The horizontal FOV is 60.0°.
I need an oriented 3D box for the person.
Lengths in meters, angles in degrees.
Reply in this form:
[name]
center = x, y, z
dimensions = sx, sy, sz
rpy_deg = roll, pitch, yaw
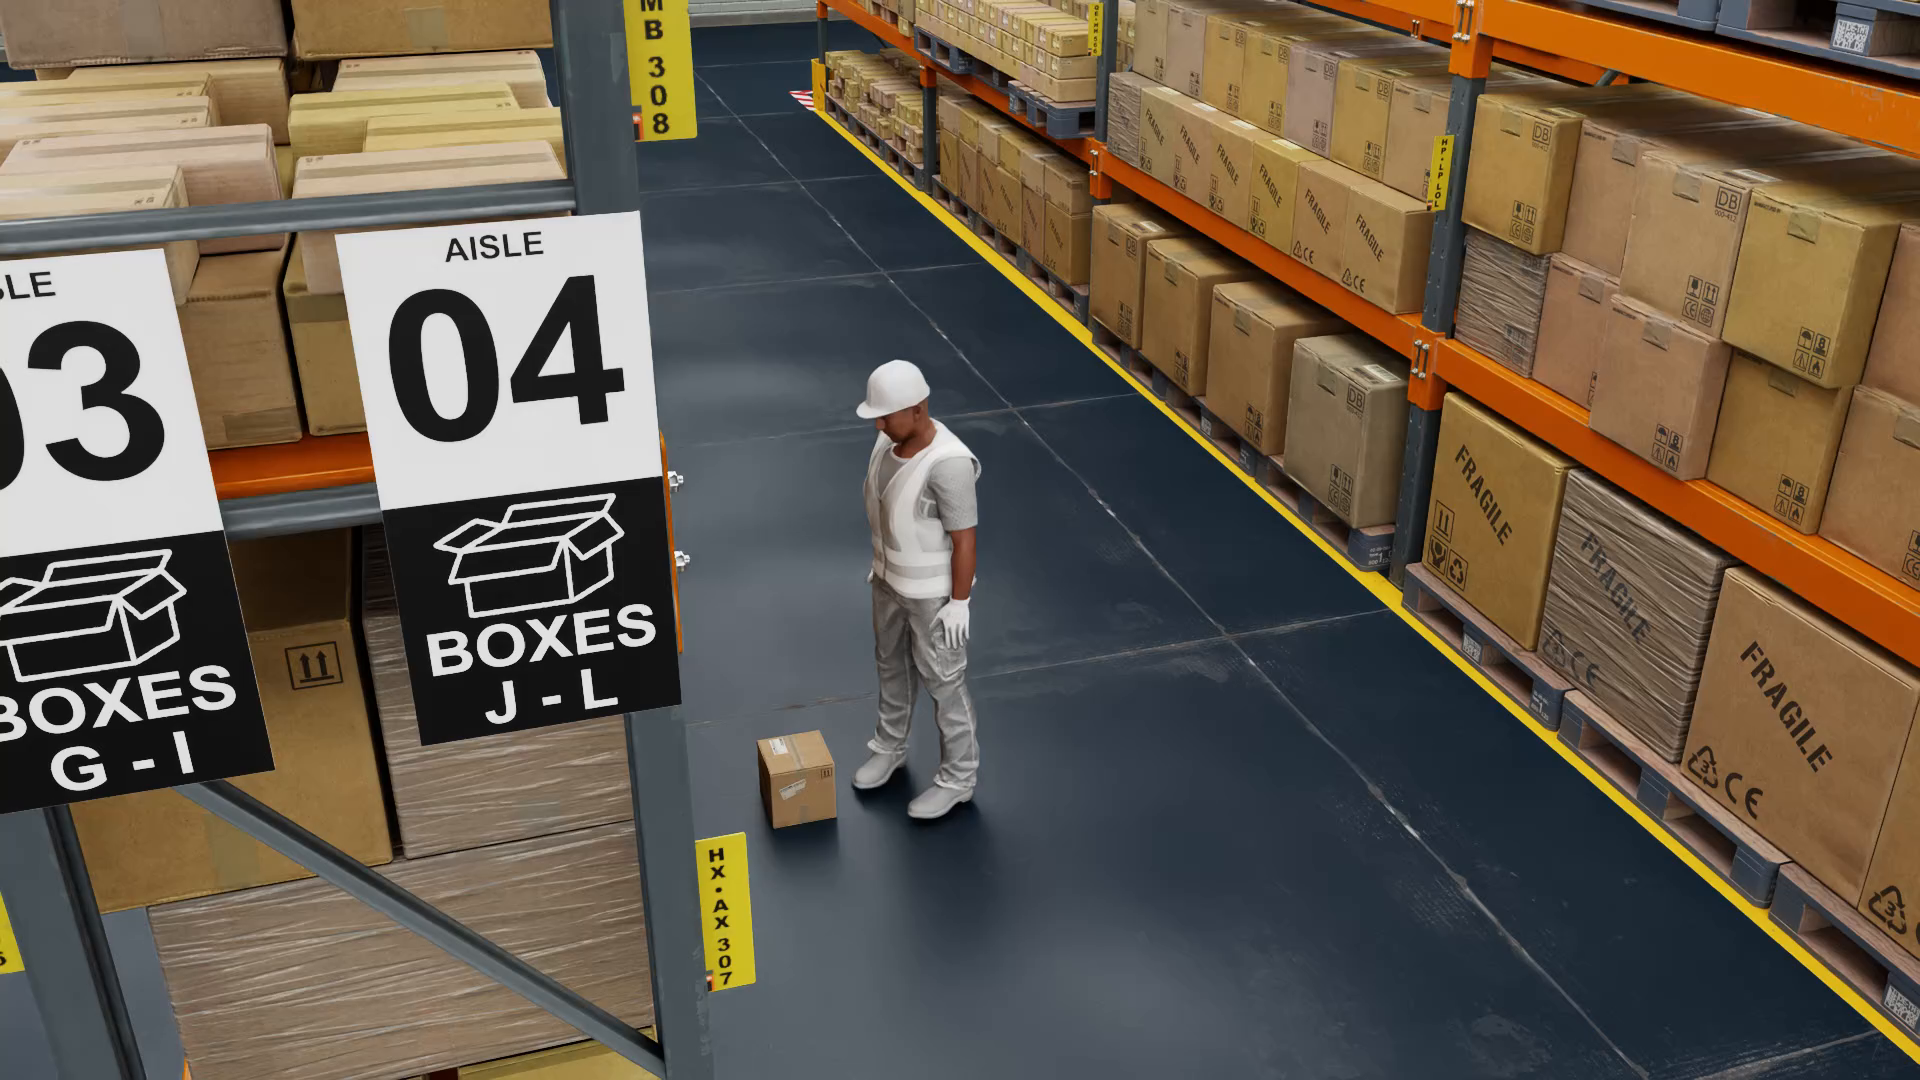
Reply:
[person]
center = -0.186, 0.166, 6.208
dimensions = 0.453, 1.777, 0.594
rpy_deg = -15, 30, -28
